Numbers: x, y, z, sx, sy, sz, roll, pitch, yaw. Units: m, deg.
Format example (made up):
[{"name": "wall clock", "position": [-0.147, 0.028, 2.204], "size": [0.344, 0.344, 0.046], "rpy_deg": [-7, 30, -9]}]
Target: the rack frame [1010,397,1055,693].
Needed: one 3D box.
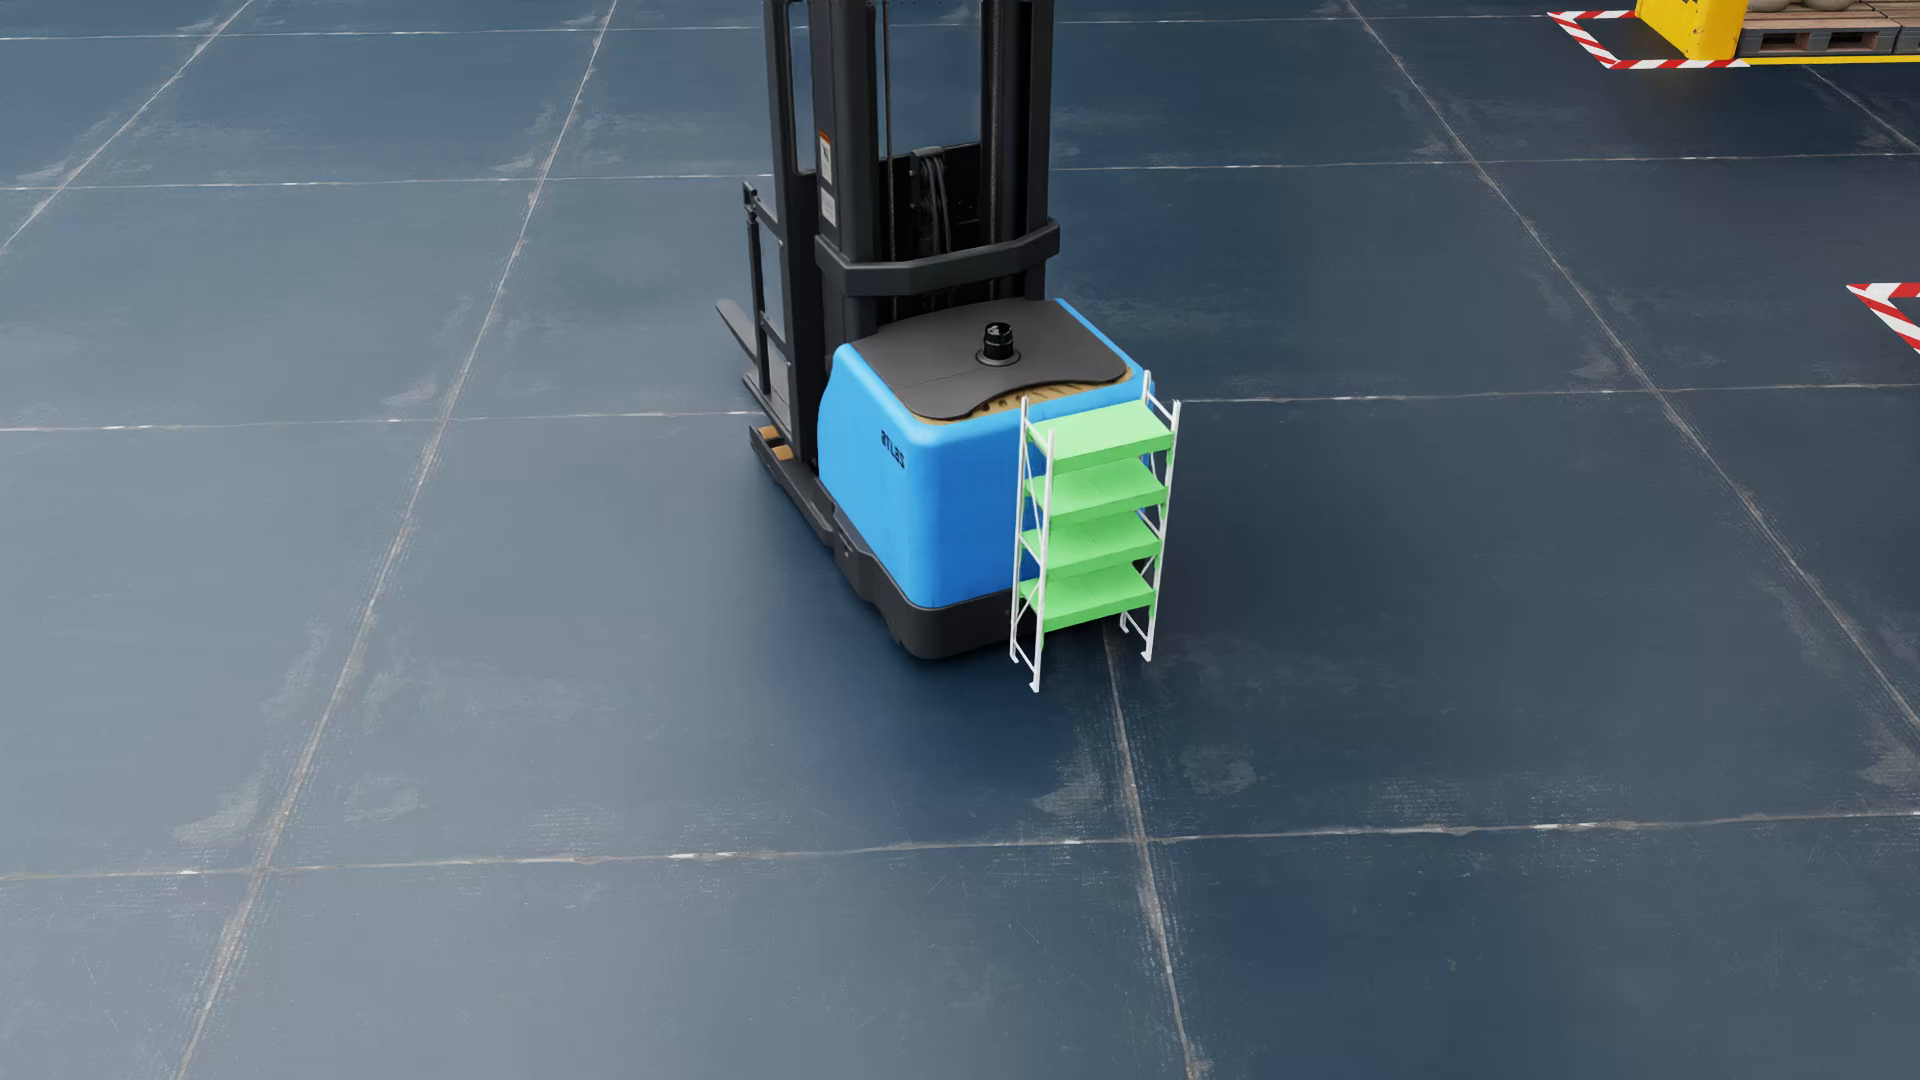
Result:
[{"name": "rack frame", "position": [0.261, 0.042, 6.124], "size": [0.015, 1.200, 0.240], "rpy_deg": [-14, 40, -19]}]

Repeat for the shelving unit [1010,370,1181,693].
[{"name": "shelving unit", "position": [0.485, -0.012, 6.203], "size": [0.503, 1.200, 0.258], "rpy_deg": [-14, 40, -19]}]

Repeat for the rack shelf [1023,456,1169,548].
[{"name": "rack shelf", "position": [0.489, -0.153, 6.096], "size": [0.480, 0.148, 0.258], "rpy_deg": [-14, 40, -19]}]

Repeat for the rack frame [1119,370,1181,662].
[{"name": "rack frame", "position": [0.710, -0.067, 6.281], "size": [0.015, 1.200, 0.240], "rpy_deg": [-14, 40, -19]}]

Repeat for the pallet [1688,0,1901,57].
[{"name": "pallet", "position": [6.419, -4.023, 12.877], "size": [1.213, 0.211, 1.003], "rpy_deg": [-2, 35, -2]}]

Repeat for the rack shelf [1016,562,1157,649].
[{"name": "rack shelf", "position": [0.480, 0.230, 6.387], "size": [0.480, 0.148, 0.258], "rpy_deg": [-14, 40, -19]}]

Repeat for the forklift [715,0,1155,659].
[{"name": "forklift", "position": [-0.328, -1.569, 6.941], "size": [1.130, 2.935, 3.031], "rpy_deg": [-15, 37, -20]}]

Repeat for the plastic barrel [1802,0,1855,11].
[{"name": "plastic barrel", "position": [6.688, -4.346, 12.711], "size": [0.421, 0.512, 0.421], "rpy_deg": [0, 35, 0]}]

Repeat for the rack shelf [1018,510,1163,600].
[{"name": "rack shelf", "position": [0.484, 0.038, 6.241], "size": [0.480, 0.148, 0.258], "rpy_deg": [-14, 40, -19]}]

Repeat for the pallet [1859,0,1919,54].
[{"name": "pallet", "position": [7.634, -4.054, 12.922], "size": [1.213, 0.211, 1.003], "rpy_deg": [-2, 35, -2]}]

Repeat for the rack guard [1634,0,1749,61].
[{"name": "rack guard", "position": [5.607, -4.123, 12.768], "size": [0.348, 0.500, 1.175], "rpy_deg": [-2, 35, -2]}]

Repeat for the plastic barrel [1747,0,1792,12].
[{"name": "plastic barrel", "position": [6.187, -4.333, 12.692], "size": [0.421, 0.512, 0.421], "rpy_deg": [0, 35, 0]}]

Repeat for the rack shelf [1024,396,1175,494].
[{"name": "rack shelf", "position": [0.493, -0.344, 5.951], "size": [0.480, 0.148, 0.258], "rpy_deg": [-14, 40, -19]}]
